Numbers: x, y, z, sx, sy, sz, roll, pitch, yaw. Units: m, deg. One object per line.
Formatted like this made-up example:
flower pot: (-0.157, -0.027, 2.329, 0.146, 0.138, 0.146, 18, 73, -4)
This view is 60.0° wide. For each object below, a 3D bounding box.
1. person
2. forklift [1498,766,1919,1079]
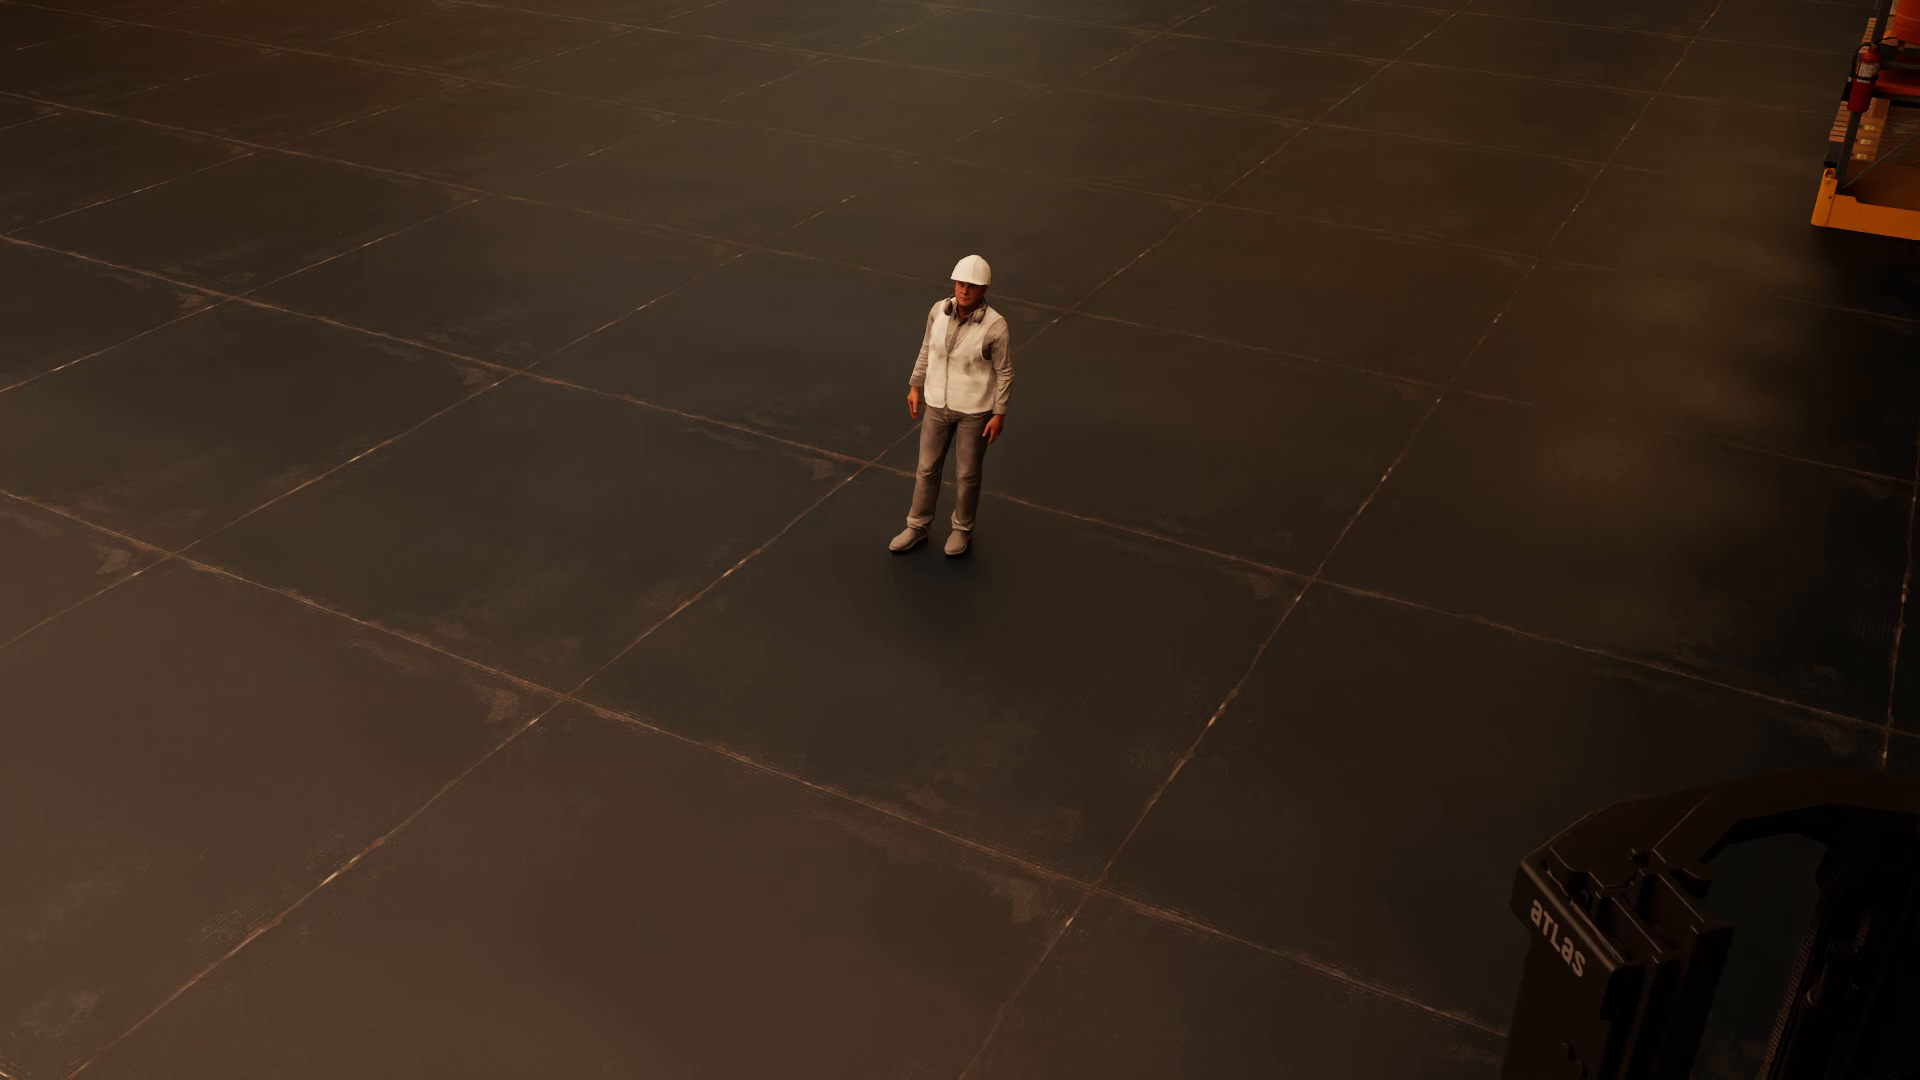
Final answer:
person: (-0.037, -0.750, 9.512, 0.632, 1.773, 0.568, 15, 33, 25)
forklift: (1.751, 2.075, 3.475, 1.130, 2.935, 3.031, -8, 31, -13)
